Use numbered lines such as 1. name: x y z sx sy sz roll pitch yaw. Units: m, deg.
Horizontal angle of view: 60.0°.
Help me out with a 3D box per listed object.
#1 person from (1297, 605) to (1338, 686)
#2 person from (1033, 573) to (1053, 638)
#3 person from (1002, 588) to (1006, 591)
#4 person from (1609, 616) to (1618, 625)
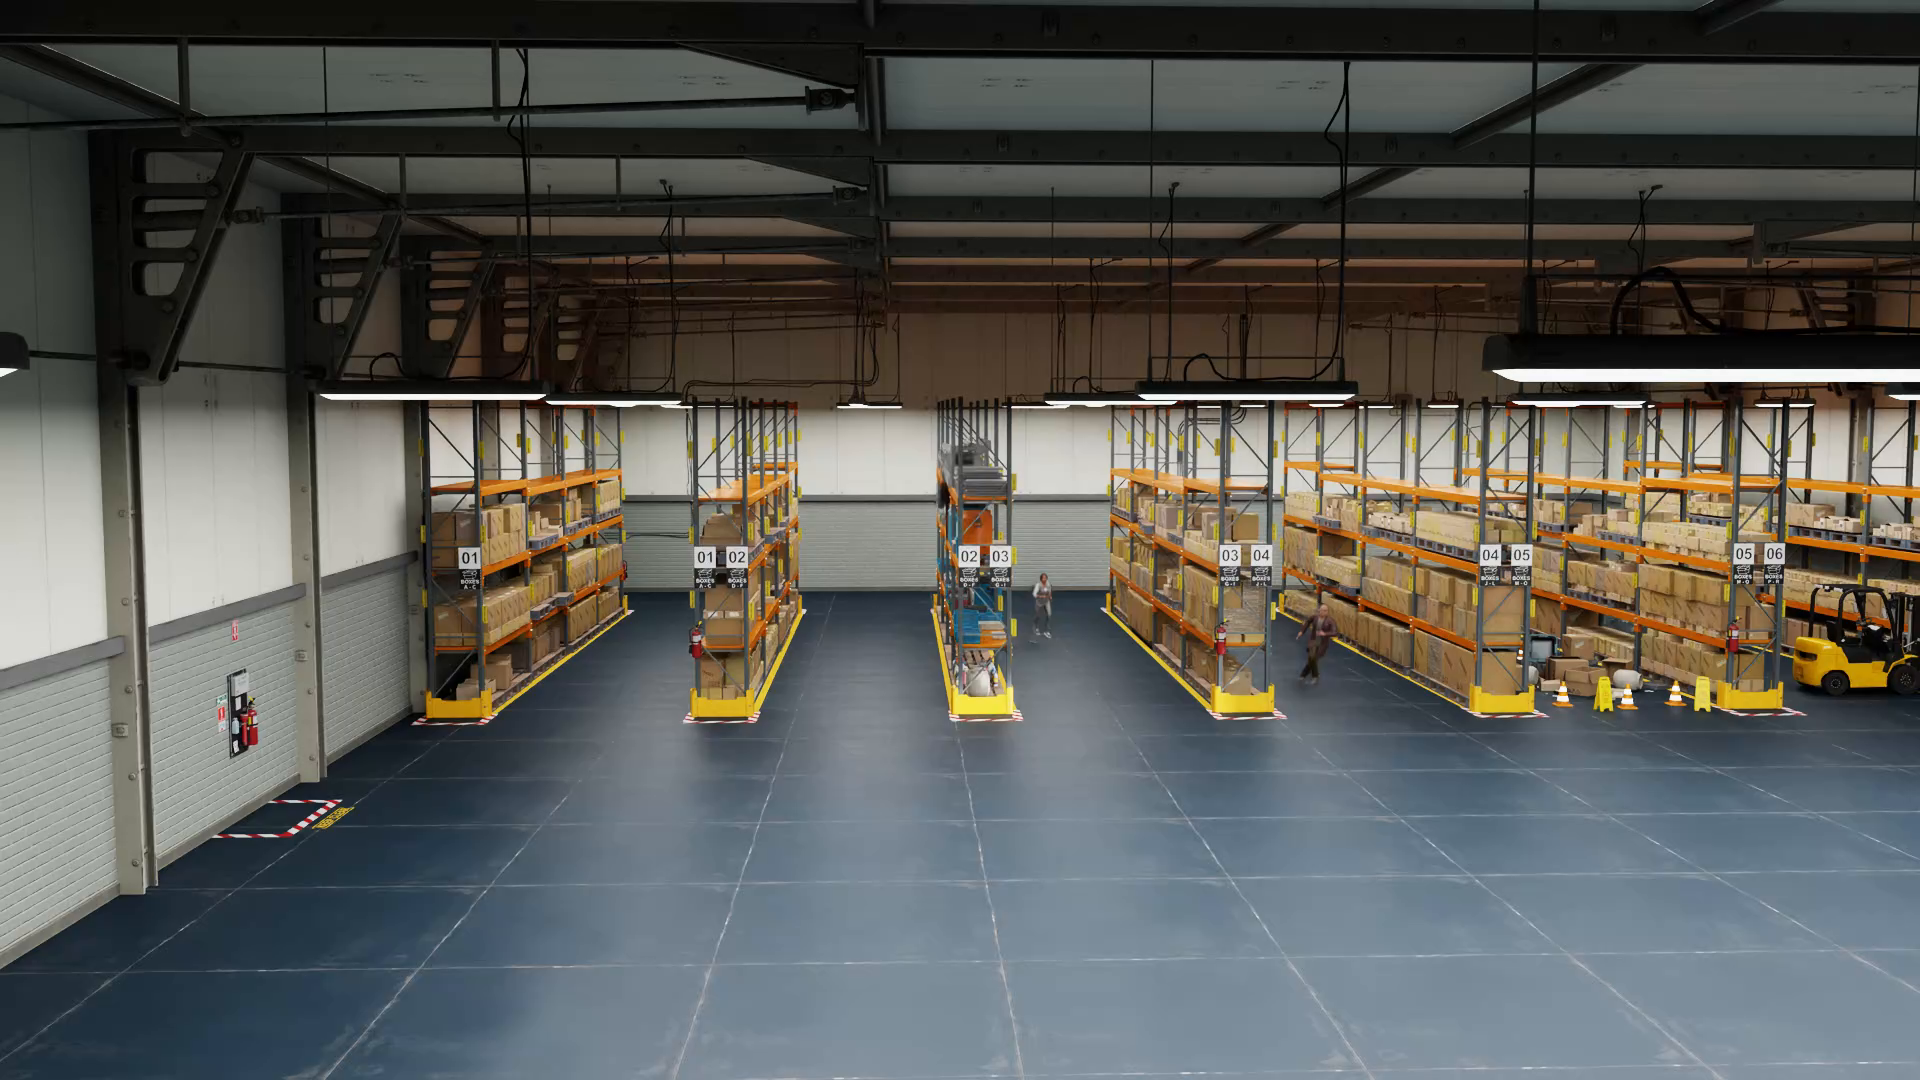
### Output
1. person: 7.470 2.175 34.802 0.829 1.681 0.754 1 5 12
2. person: 1.997 1.565 40.468 0.549 1.551 0.895 -1 5 -16
3. person: 1.264 1.108 50.296 0.803 1.490 0.584 3 6 37
4. person: 17.224 1.433 44.416 0.683 1.731 0.799 -2 5 -23
